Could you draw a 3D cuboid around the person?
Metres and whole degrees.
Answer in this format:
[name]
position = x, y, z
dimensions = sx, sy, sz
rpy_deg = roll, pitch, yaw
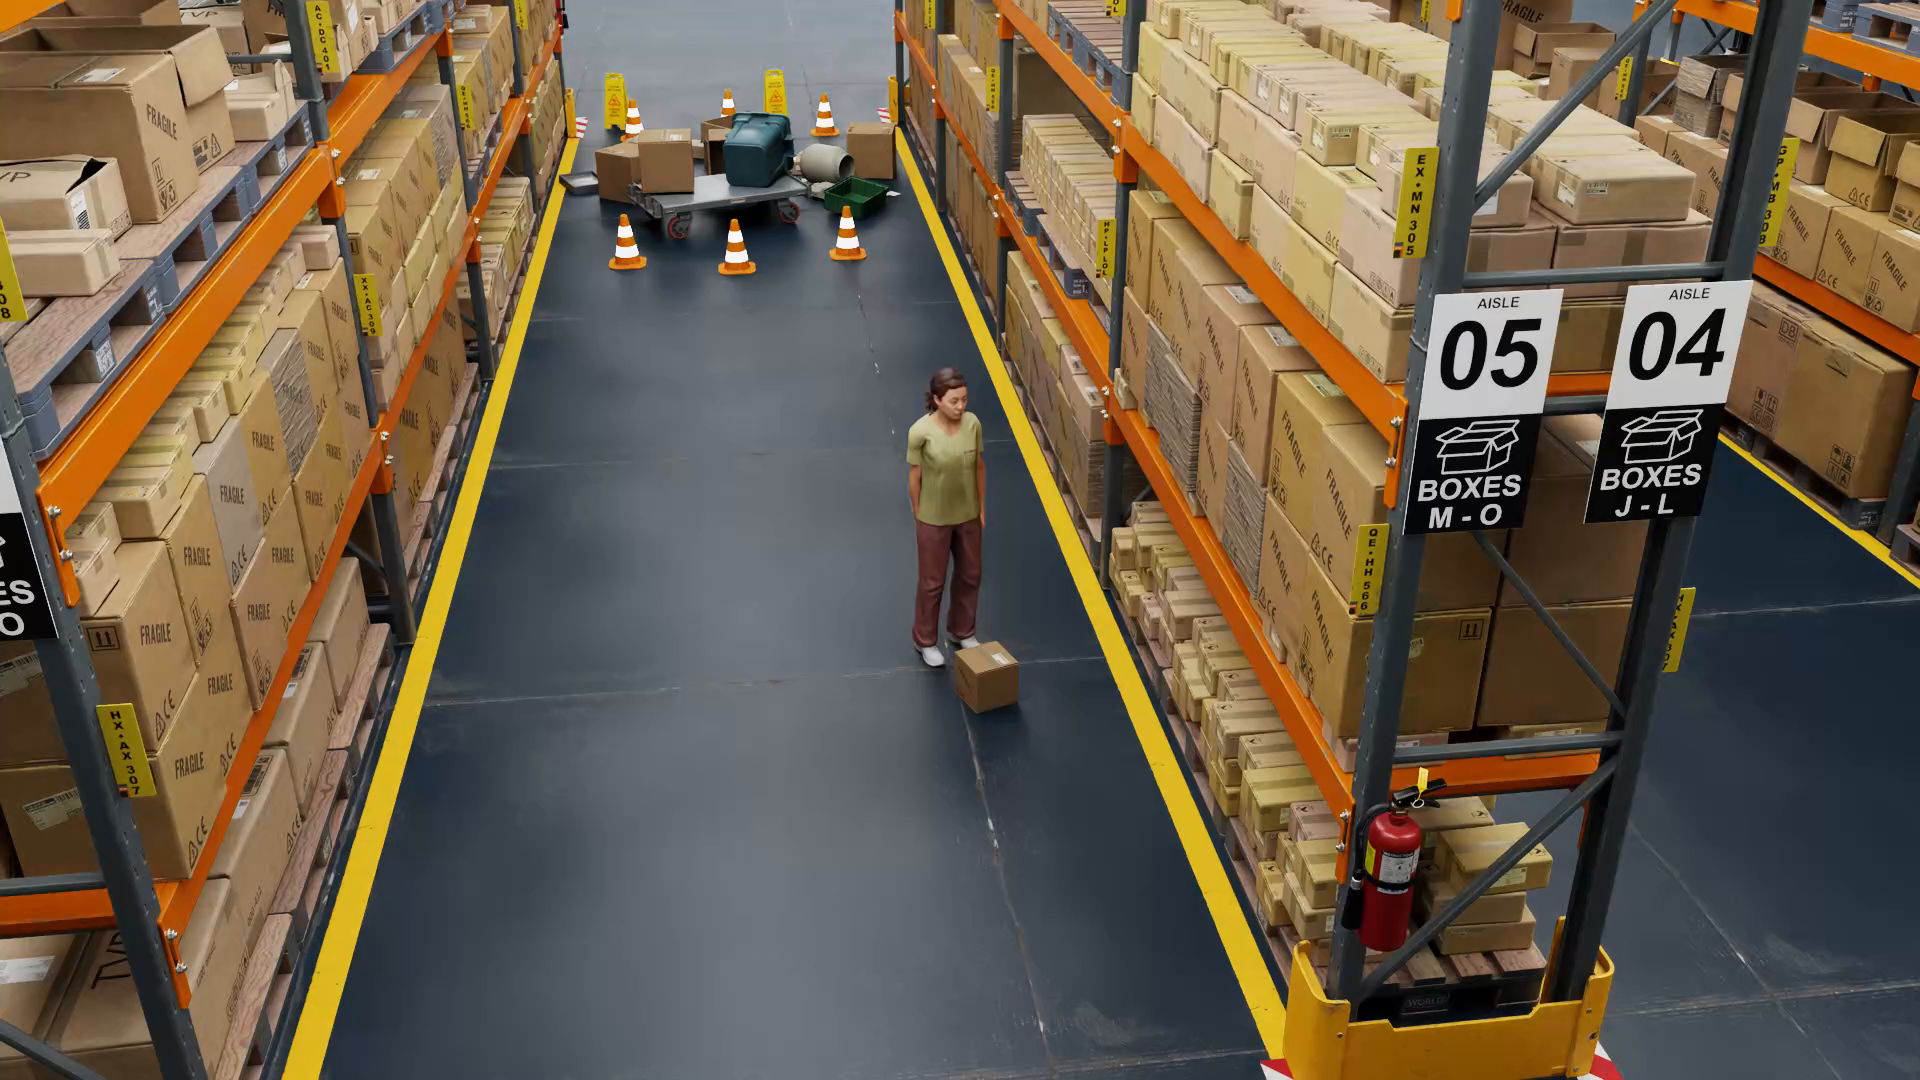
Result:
[person]
position = -0.056, -0.015, 8.940
dimensions = 0.443, 1.412, 0.339
rpy_deg = -12, 30, -23
